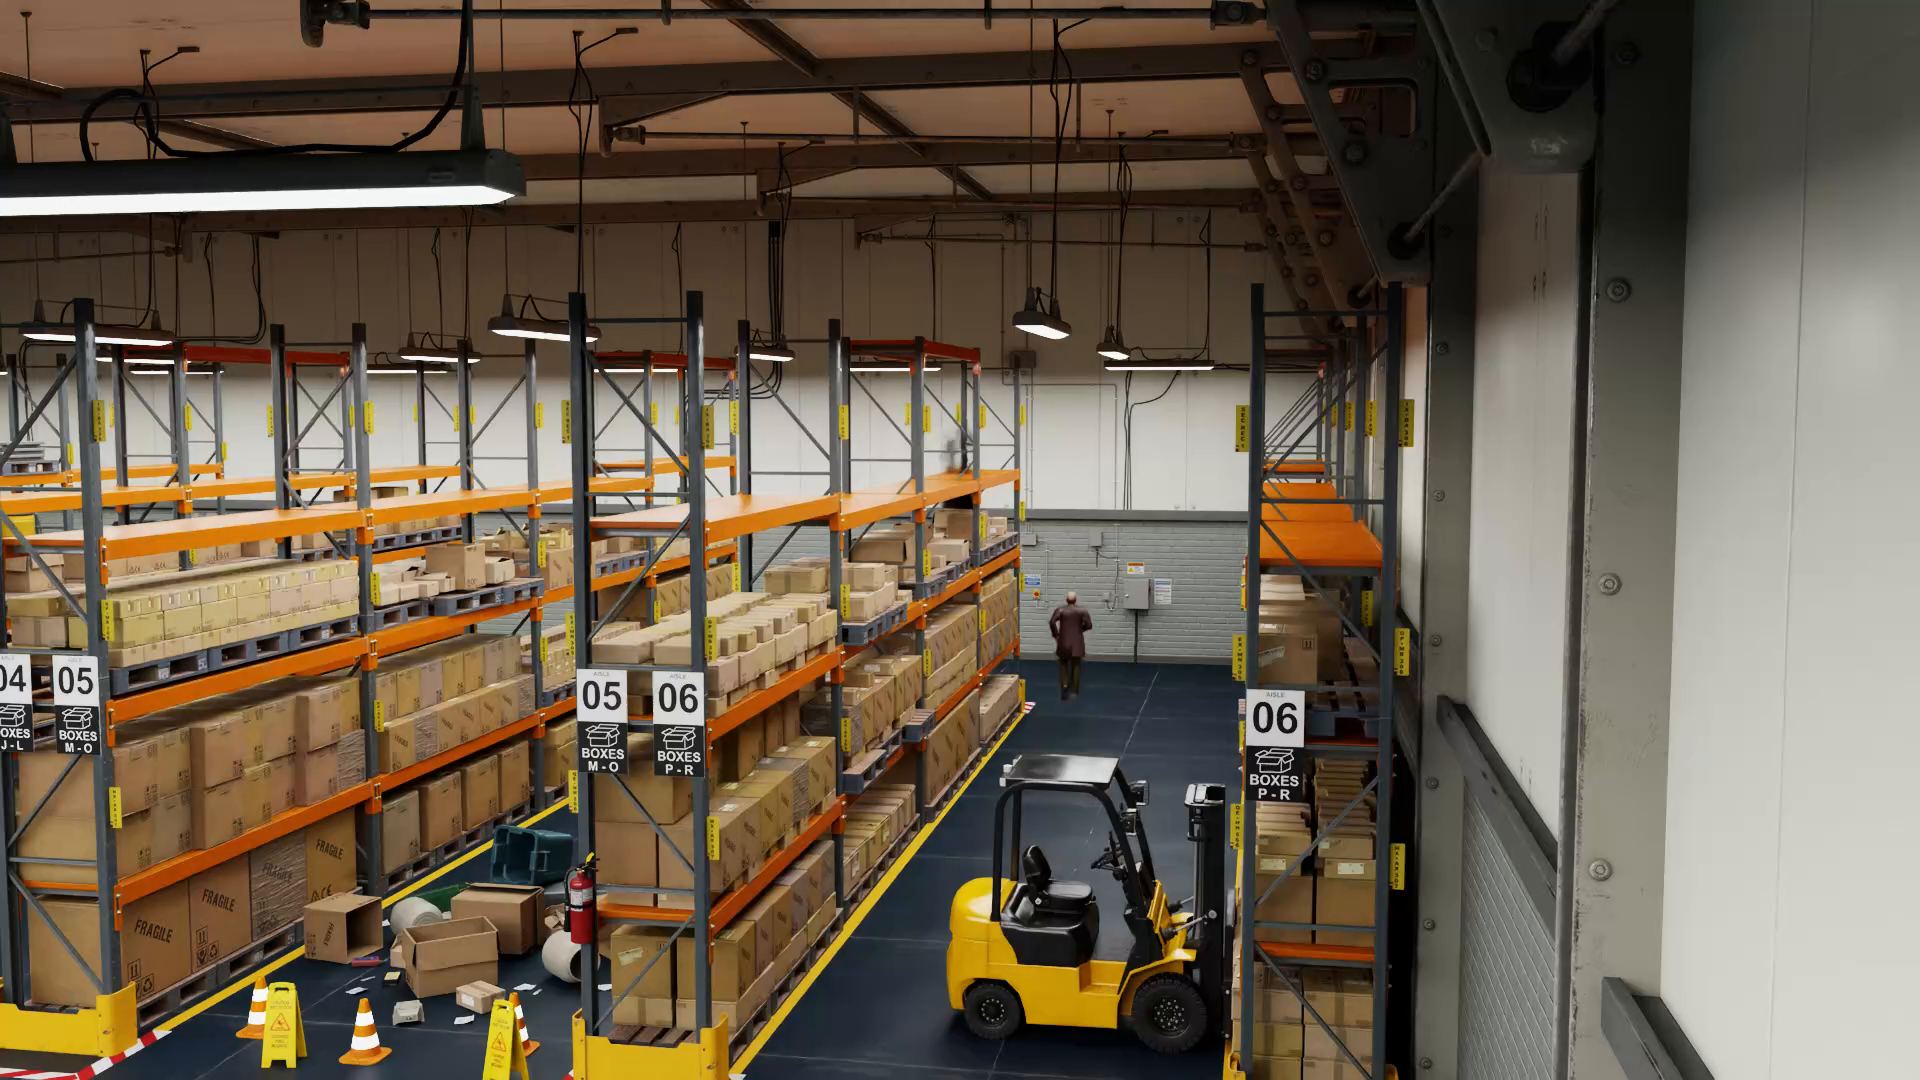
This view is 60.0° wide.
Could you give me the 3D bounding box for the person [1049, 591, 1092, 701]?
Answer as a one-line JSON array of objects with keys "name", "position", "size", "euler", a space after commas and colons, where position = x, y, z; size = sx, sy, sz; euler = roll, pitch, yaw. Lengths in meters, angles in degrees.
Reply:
[{"name": "person", "position": [1.847, 1.777, 27.816], "size": [0.723, 1.858, 0.679], "euler": [0, 5, 3]}]
